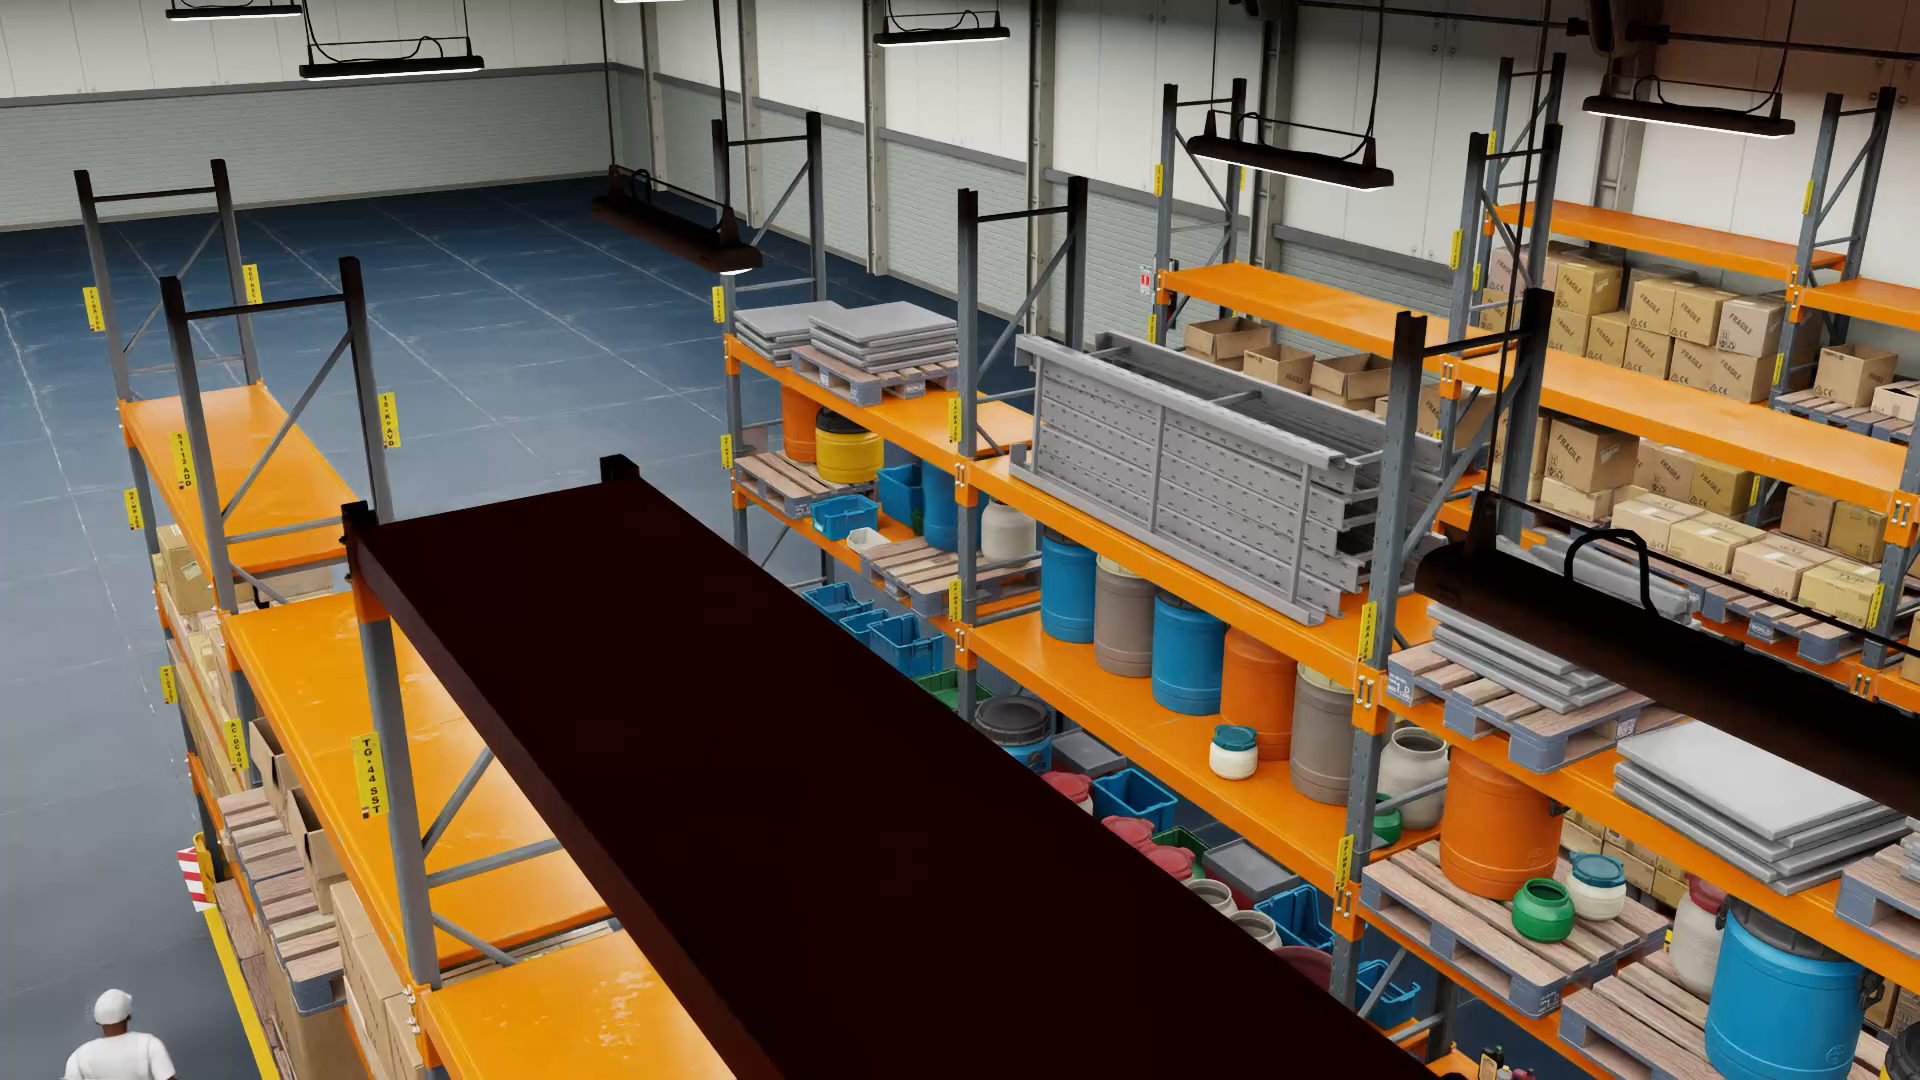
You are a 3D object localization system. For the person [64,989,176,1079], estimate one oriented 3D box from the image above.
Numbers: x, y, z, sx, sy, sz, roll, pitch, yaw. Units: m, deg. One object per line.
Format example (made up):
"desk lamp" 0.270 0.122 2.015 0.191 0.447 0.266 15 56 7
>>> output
"person" -5.056 3.587 10.129 0.636 1.740 0.674 -9 24 -21
